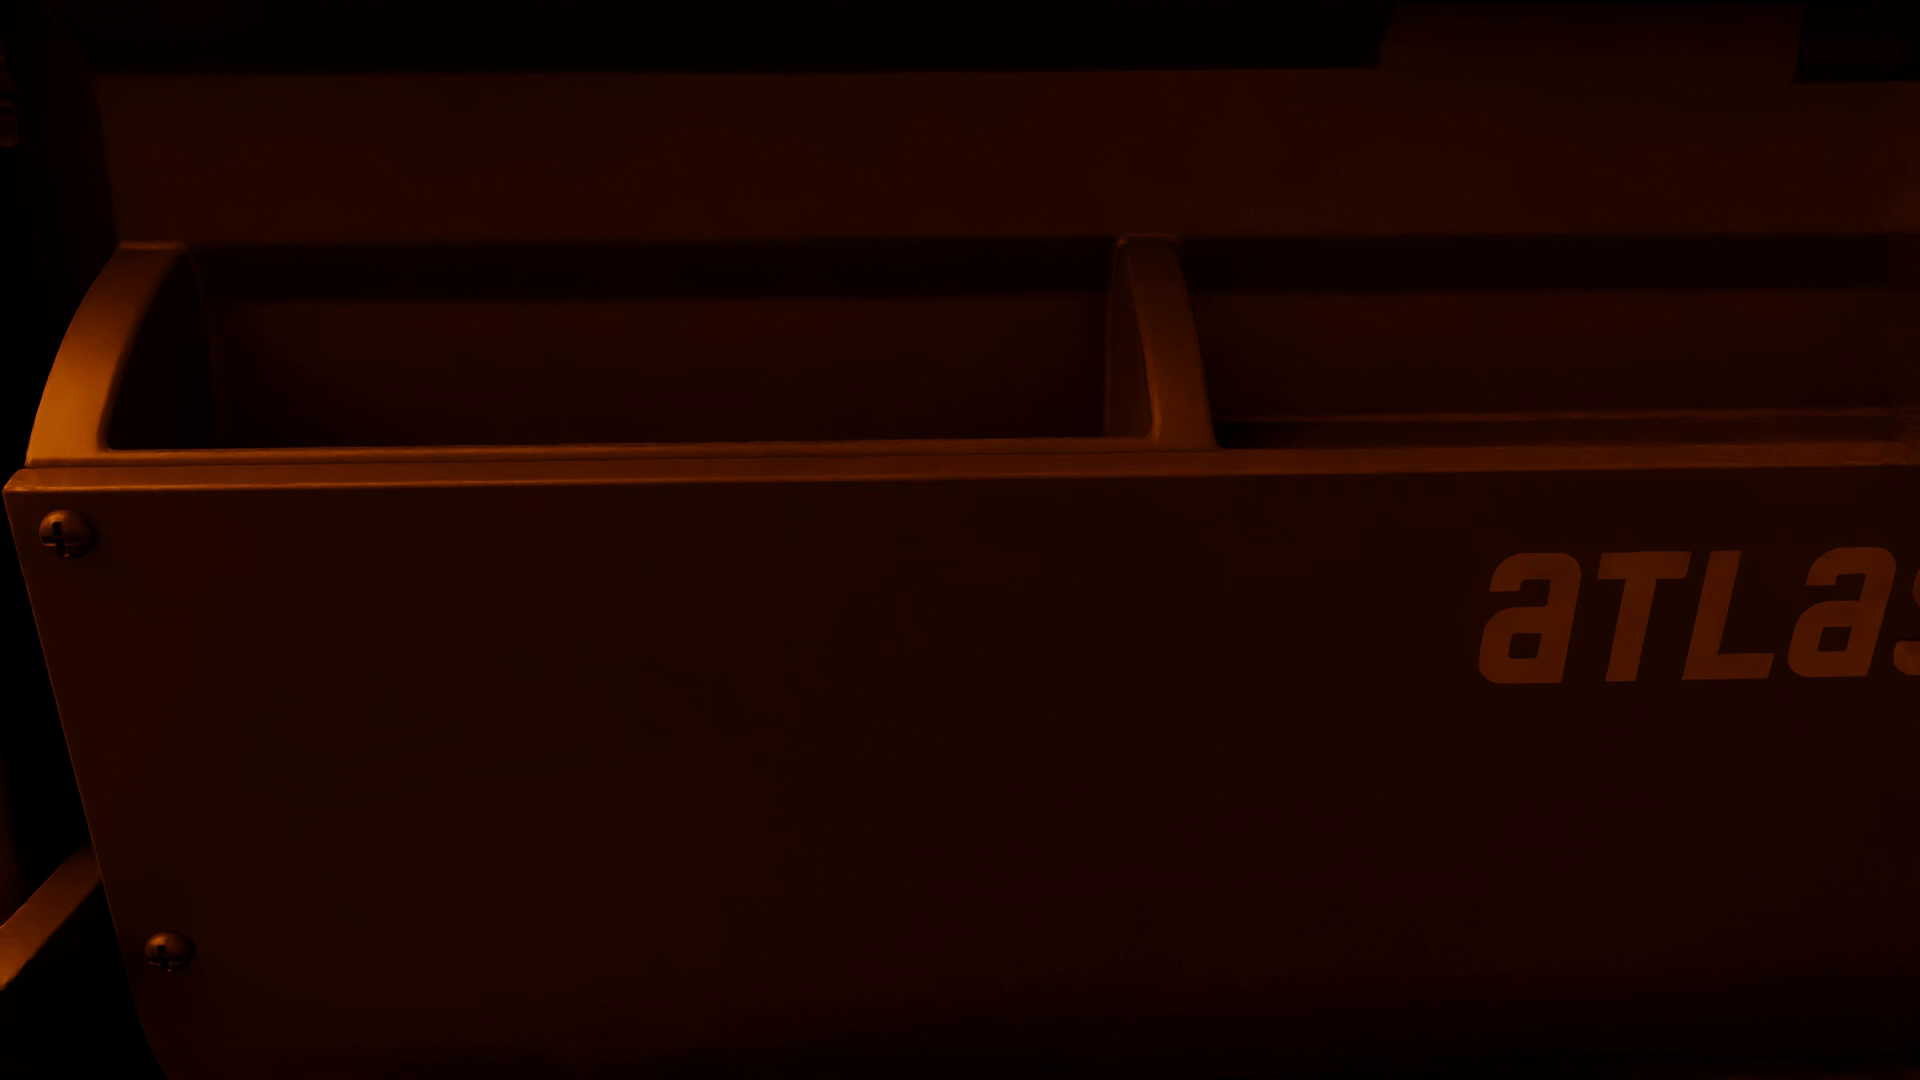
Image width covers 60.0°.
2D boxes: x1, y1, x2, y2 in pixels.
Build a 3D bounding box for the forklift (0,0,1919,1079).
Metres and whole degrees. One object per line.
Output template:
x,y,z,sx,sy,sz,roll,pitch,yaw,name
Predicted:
0.109,-0.453,0.388,1.130,2.935,3.031,-1,17,-3,forklift
